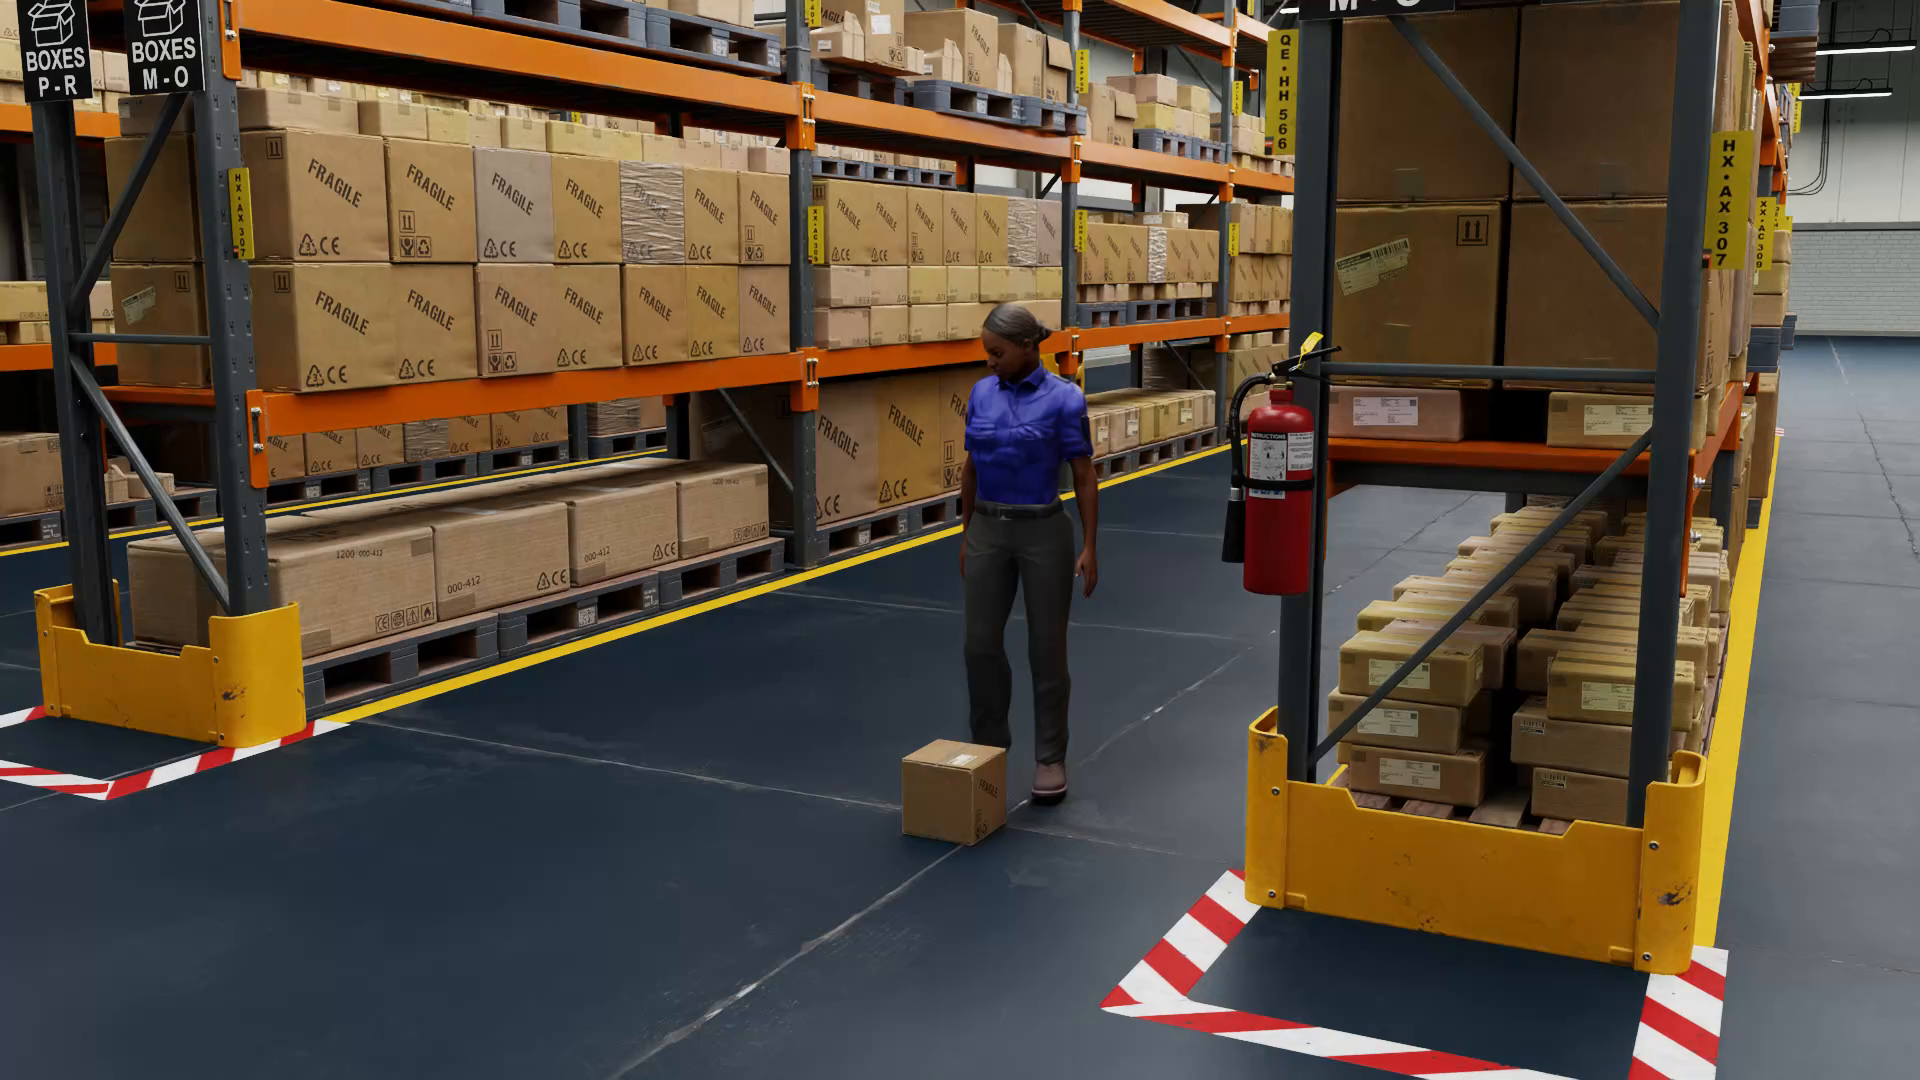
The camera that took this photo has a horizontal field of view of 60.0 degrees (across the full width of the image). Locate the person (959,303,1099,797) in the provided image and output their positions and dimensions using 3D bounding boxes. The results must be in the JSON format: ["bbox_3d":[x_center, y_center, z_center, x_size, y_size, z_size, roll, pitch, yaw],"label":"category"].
[{"bbox_3d":[0.227,0.056,5.626,0.534,1.702,0.336,3,10,19],"label":"person"}]
